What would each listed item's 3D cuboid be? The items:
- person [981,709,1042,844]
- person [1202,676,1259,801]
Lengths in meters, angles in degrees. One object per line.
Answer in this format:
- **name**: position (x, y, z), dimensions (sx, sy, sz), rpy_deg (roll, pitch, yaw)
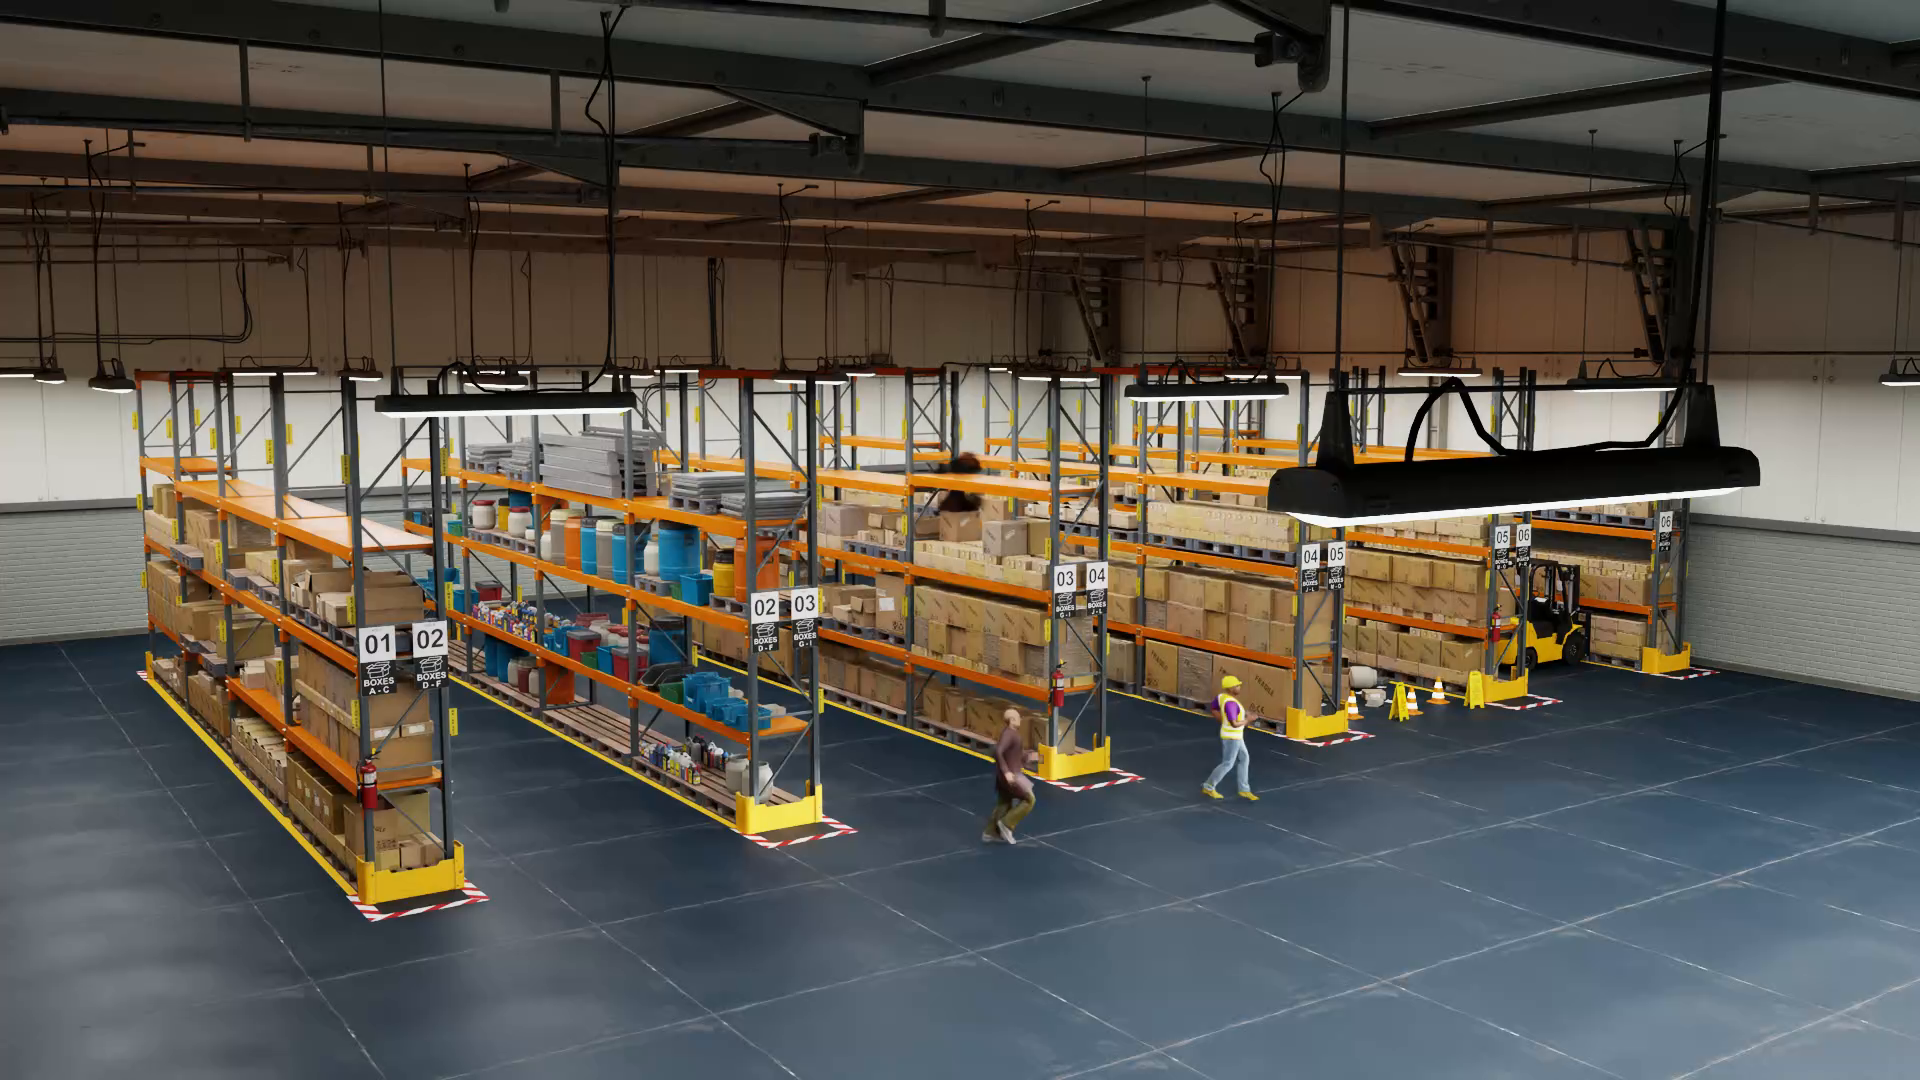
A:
- **person**: position (0.677, 3.042, 21.394), dimensions (0.806, 1.744, 0.682), rpy_deg (-1, 7, -10)
- **person**: position (3.819, 2.798, 23.366), dimensions (0.813, 1.800, 0.682), rpy_deg (1, 6, 7)
